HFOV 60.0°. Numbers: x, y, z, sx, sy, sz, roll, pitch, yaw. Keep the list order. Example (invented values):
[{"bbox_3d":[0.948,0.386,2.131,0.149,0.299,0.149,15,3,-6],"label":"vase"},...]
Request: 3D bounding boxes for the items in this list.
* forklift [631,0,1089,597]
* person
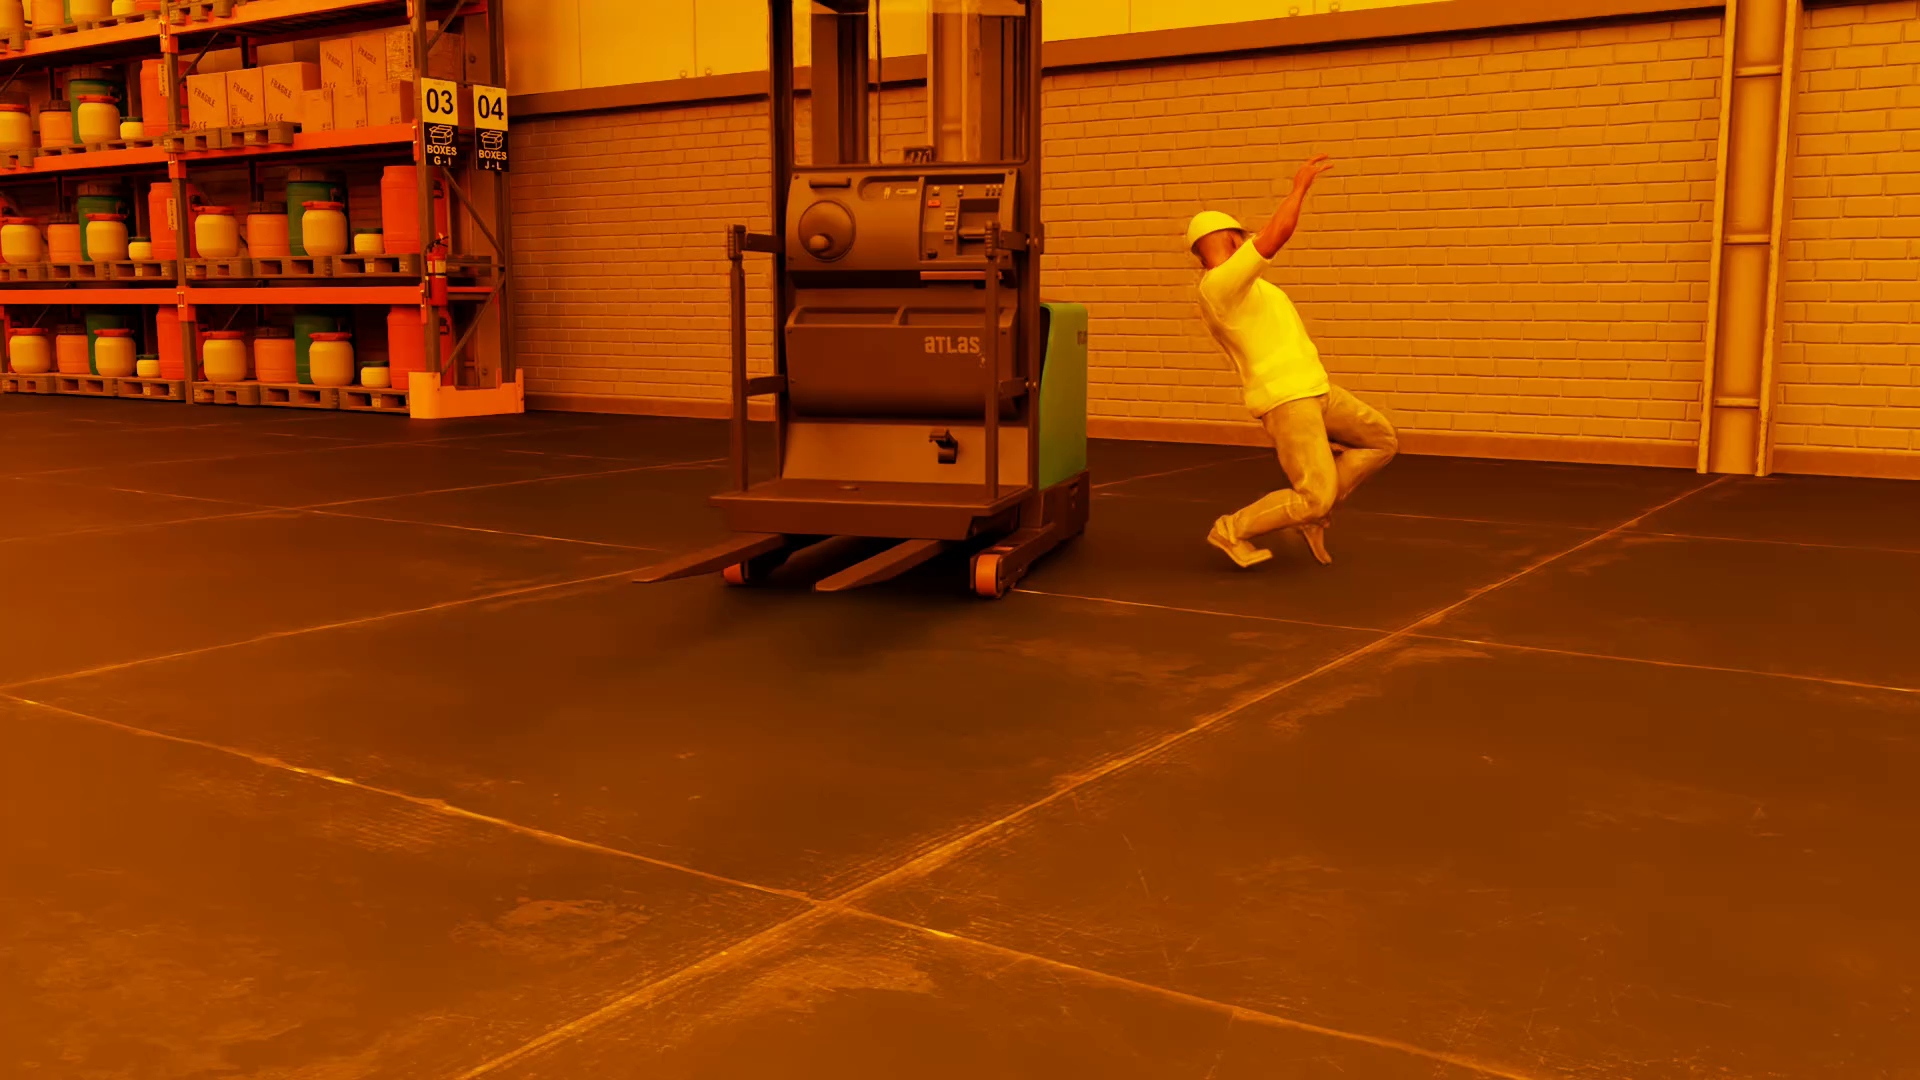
[{"bbox_3d":[-0.290,-1.299,6.325,1.130,2.935,3.031,2,8,15],"label":"forklift"},{"bbox_3d":[1.372,-0.707,6.825,0.838,1.666,1.129,3,9,21],"label":"person"}]
